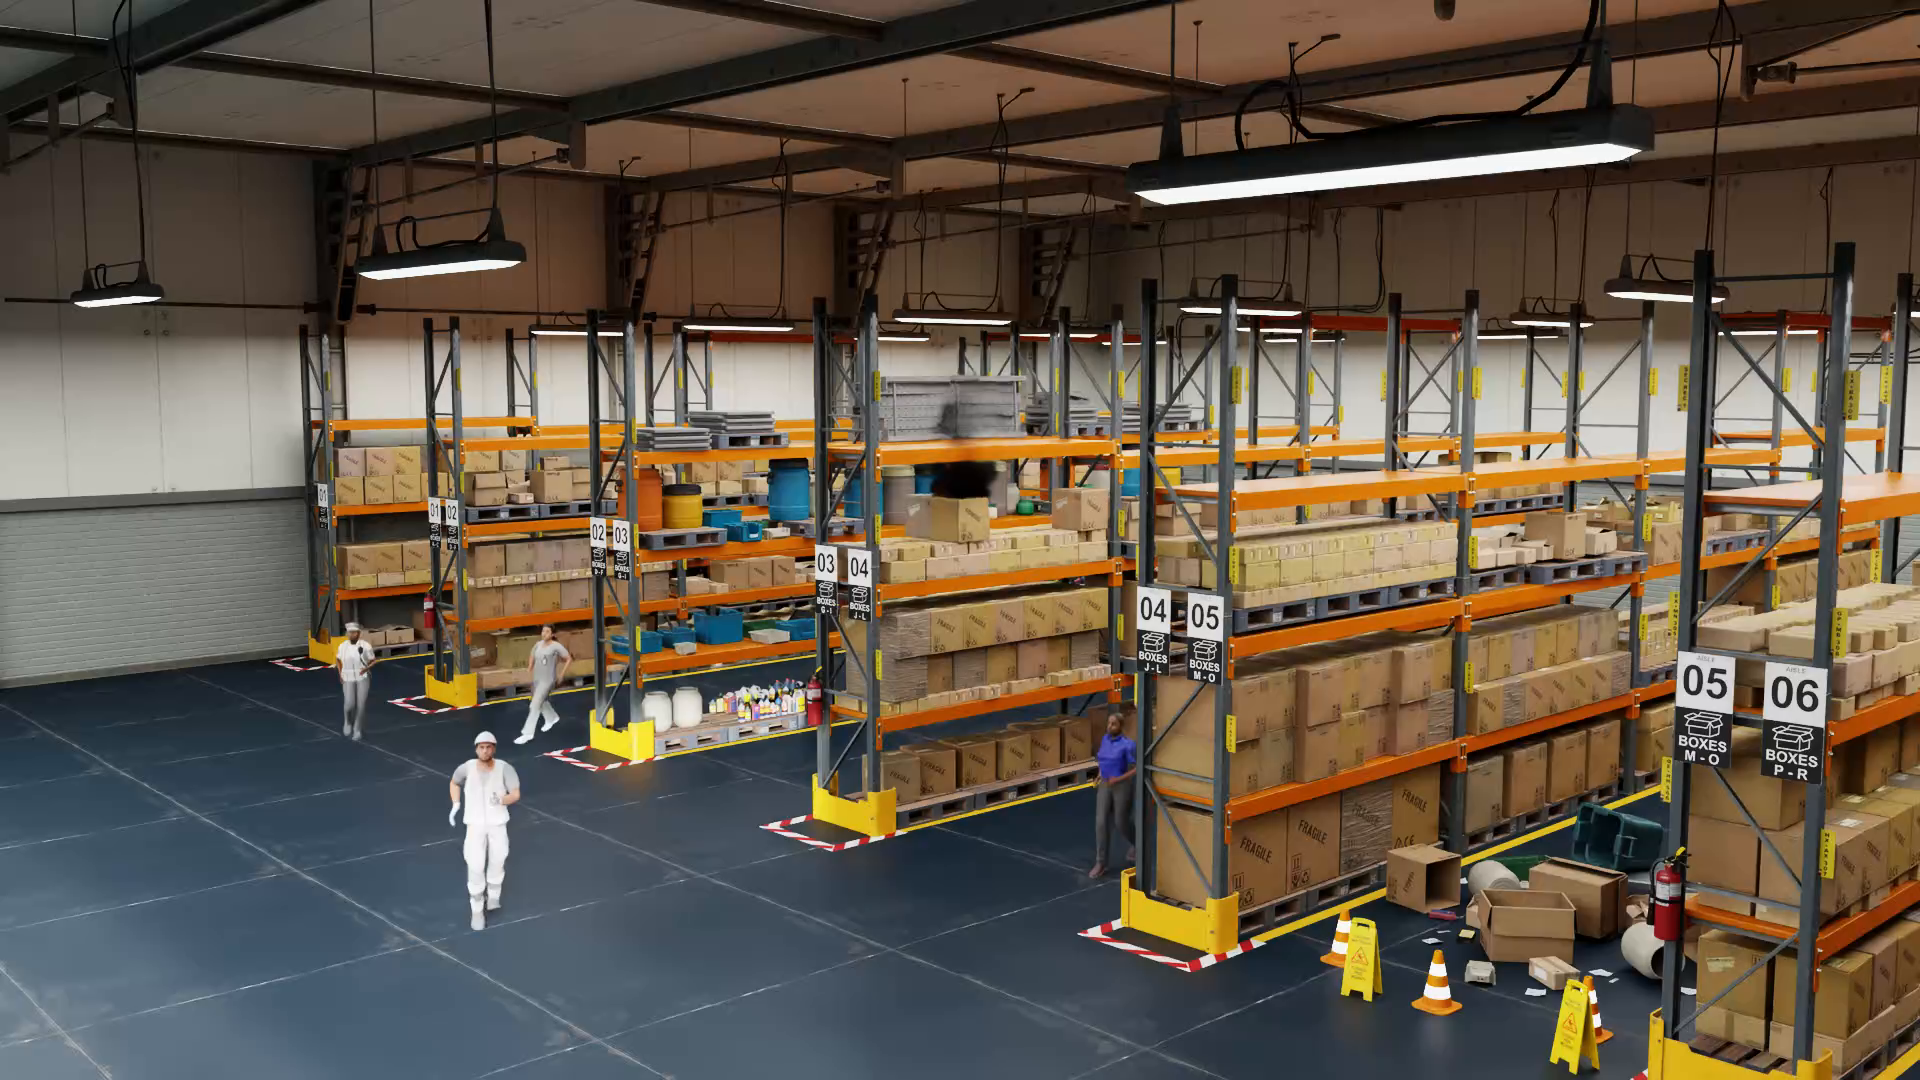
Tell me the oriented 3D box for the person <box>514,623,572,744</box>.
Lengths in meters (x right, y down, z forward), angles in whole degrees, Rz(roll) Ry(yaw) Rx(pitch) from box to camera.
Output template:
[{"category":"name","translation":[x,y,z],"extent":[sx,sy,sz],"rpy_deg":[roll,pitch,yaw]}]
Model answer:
[{"category":"person","translation":[-5.822,1.978,23.317],"extent":[0.641,1.654,0.943],"rpy_deg":[3,7,29]}]

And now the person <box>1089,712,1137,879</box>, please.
[{"category":"person","translation":[1.626,2.609,17.244],"extent":[0.588,1.674,0.834],"rpy_deg":[5,7,38]}]

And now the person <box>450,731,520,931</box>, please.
[{"category":"person","translation":[-4.444,2.705,15.585],"extent":[0.641,1.839,0.761],"rpy_deg":[-2,6,-18]}]

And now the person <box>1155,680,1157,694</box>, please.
[{"category":"person","translation":[3.149,1.695,26.208],"extent":[0.665,1.688,0.603],"rpy_deg":[4,7,36]}]

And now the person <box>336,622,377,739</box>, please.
[{"category":"person","translation":[-8.488,1.978,23.357],"extent":[0.561,1.668,0.558],"rpy_deg":[-2,6,-15]}]
